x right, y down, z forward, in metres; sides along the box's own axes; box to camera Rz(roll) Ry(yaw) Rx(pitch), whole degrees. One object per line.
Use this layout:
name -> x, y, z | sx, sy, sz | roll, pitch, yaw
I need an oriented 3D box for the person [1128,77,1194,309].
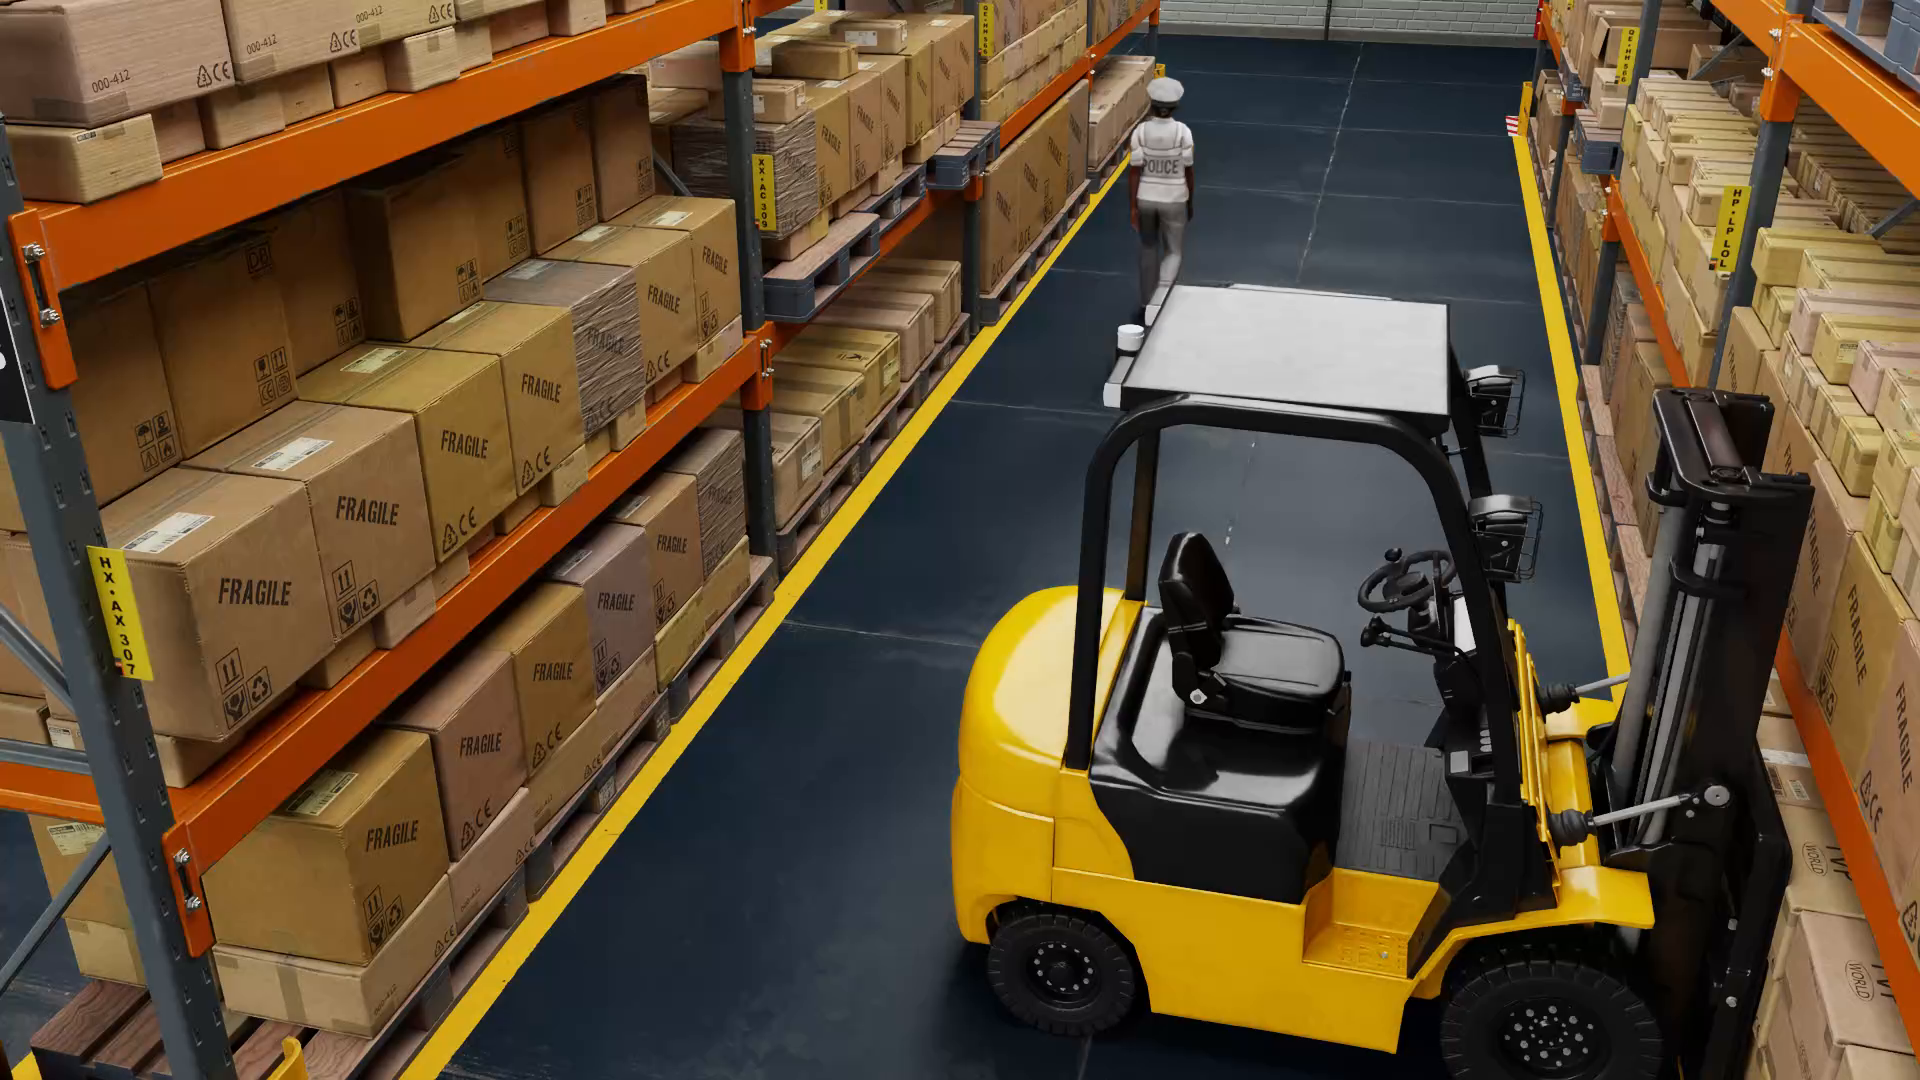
person -> 1.375, -2.334, 11.449 | 0.442, 1.655, 0.862 | 7, 26, 15
